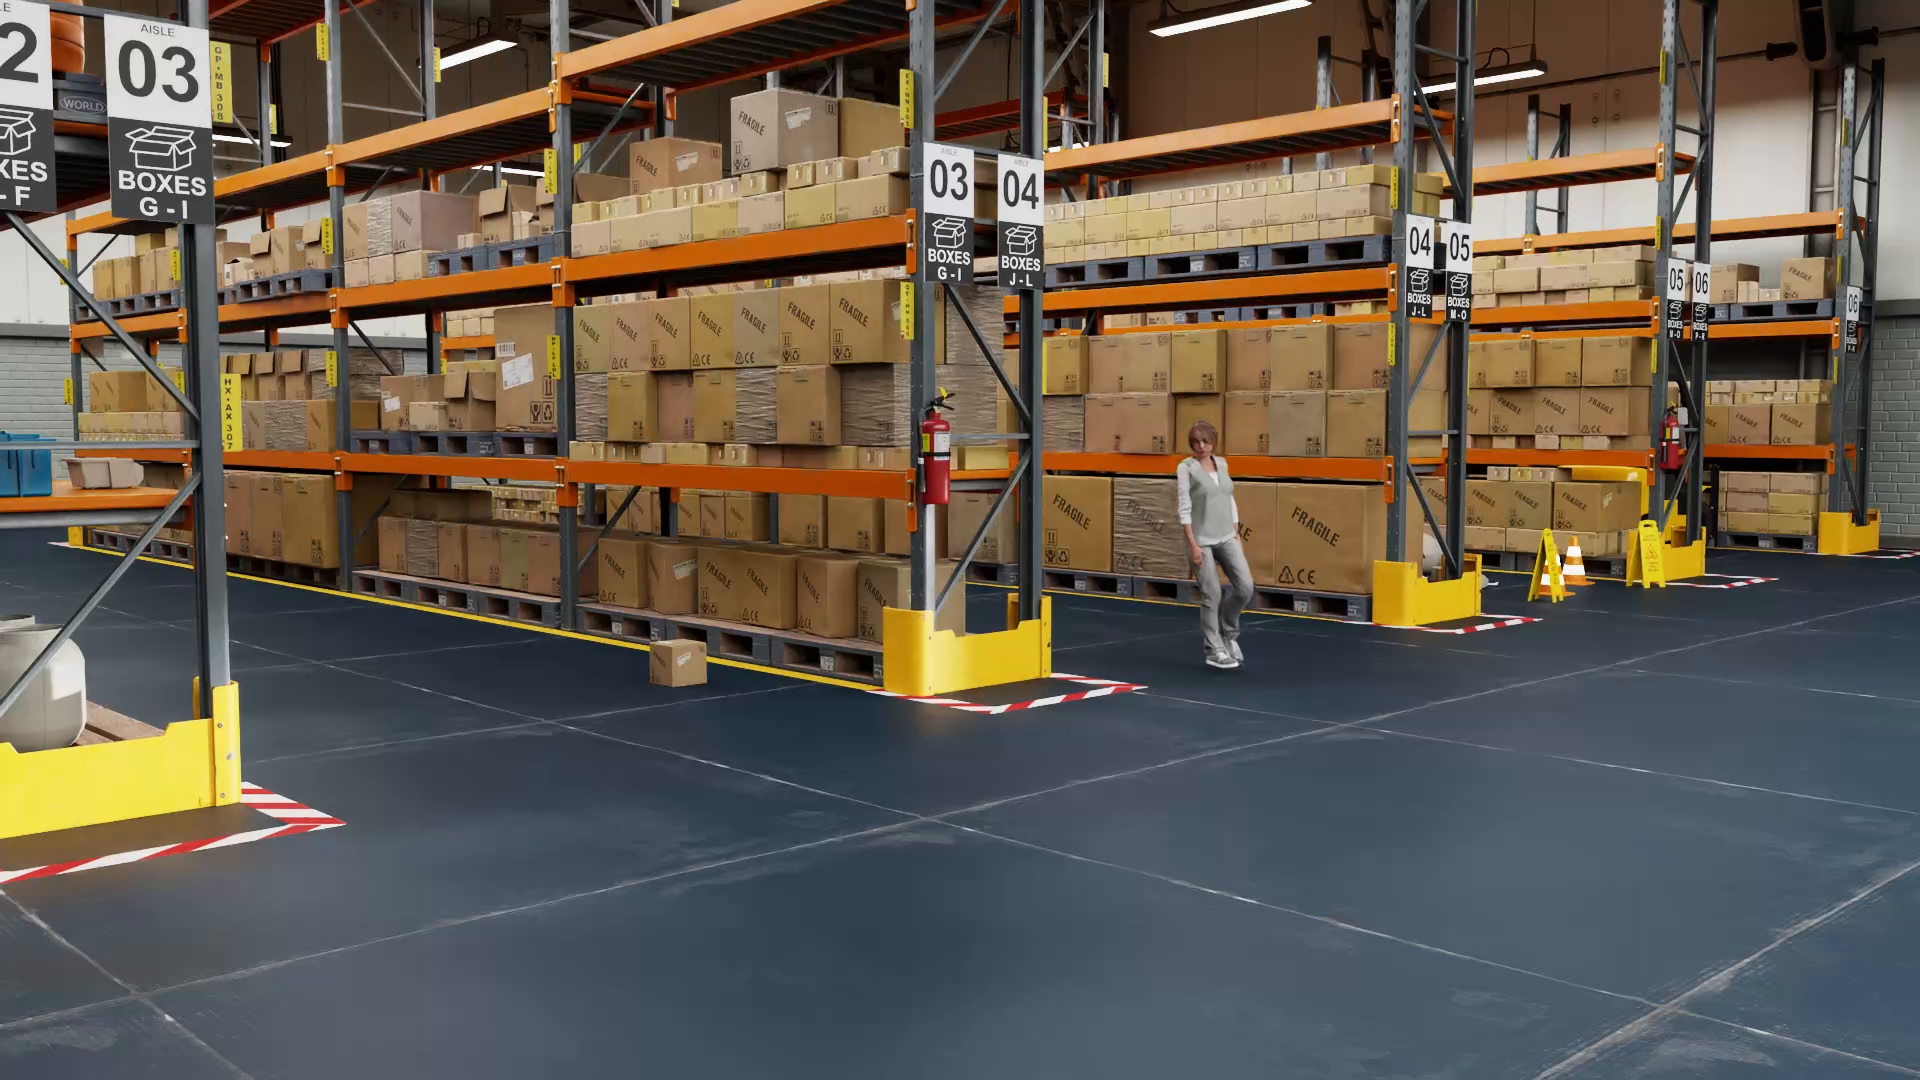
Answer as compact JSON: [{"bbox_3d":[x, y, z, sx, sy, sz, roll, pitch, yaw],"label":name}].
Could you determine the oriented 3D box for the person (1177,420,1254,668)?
[{"bbox_3d":[1.629,0.032,10.538,0.503,1.577,0.388,-2,5,-24],"label":"person"}]
